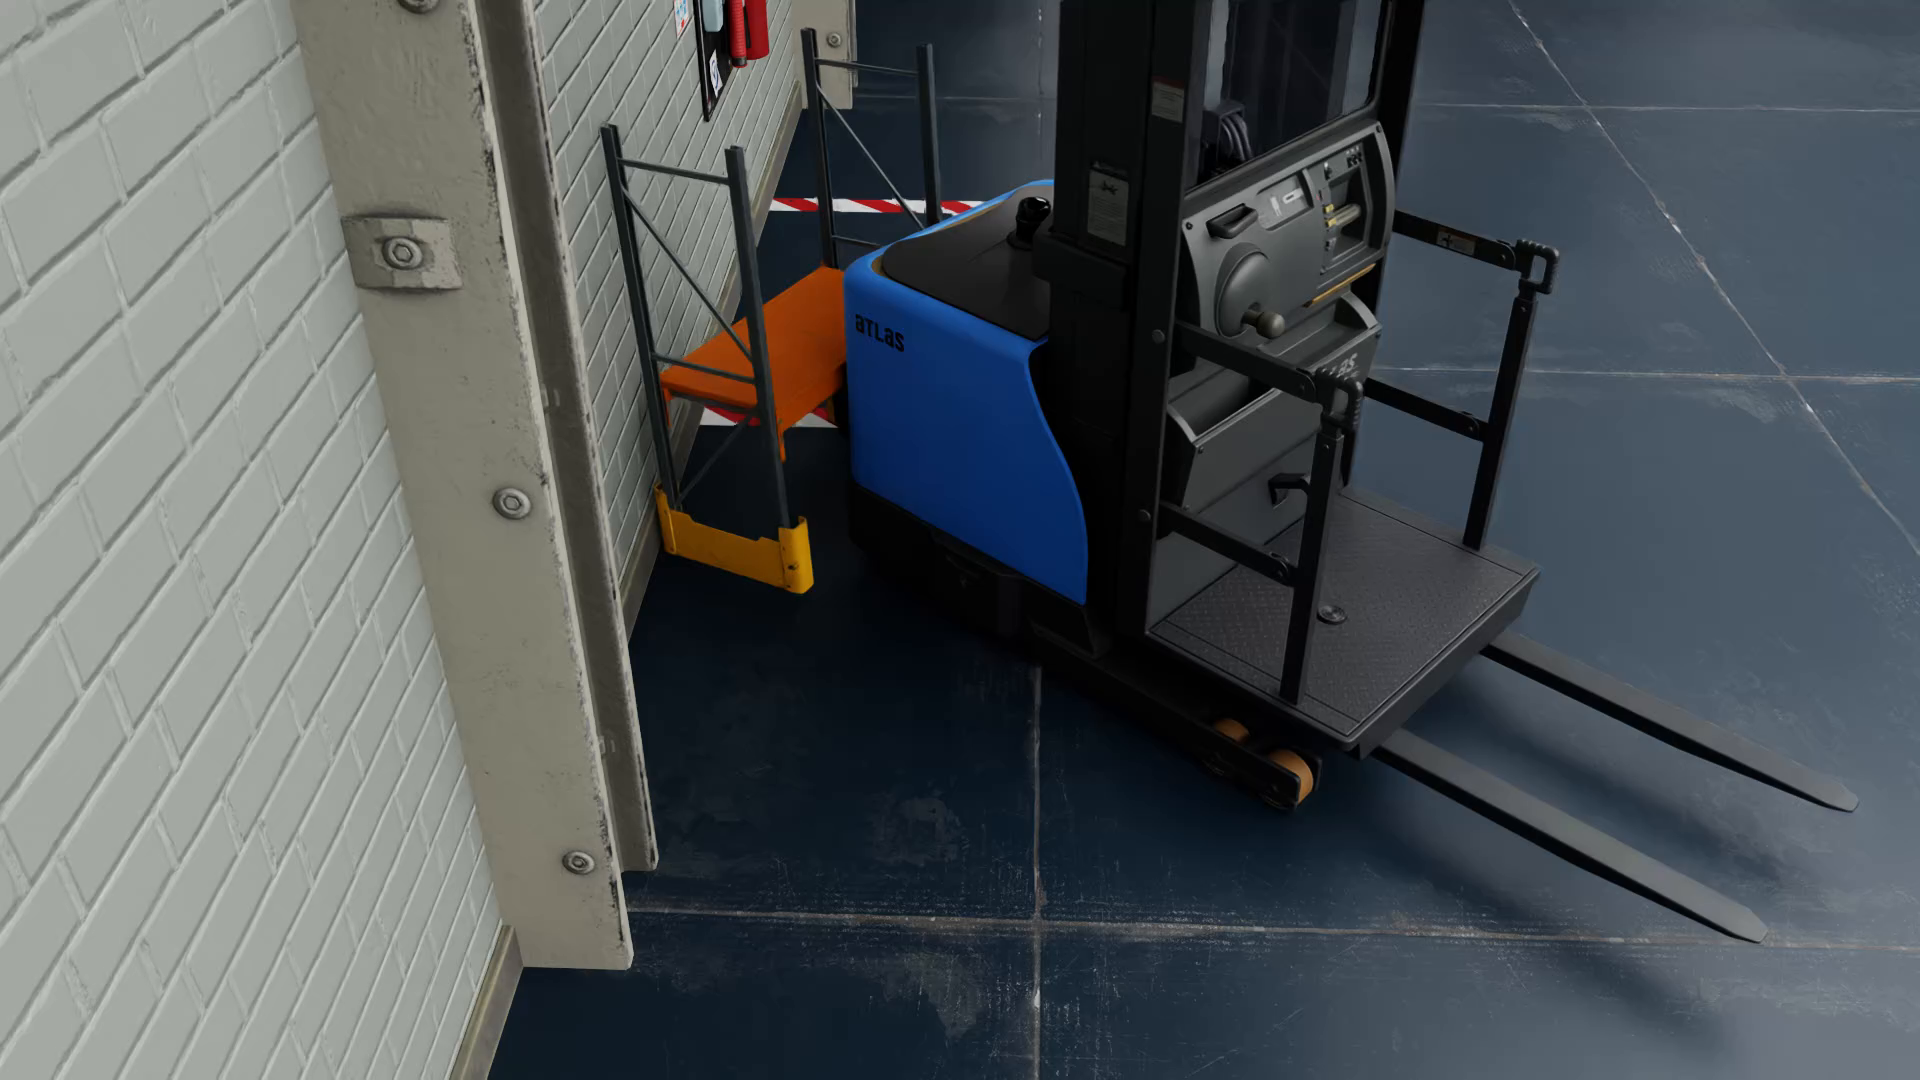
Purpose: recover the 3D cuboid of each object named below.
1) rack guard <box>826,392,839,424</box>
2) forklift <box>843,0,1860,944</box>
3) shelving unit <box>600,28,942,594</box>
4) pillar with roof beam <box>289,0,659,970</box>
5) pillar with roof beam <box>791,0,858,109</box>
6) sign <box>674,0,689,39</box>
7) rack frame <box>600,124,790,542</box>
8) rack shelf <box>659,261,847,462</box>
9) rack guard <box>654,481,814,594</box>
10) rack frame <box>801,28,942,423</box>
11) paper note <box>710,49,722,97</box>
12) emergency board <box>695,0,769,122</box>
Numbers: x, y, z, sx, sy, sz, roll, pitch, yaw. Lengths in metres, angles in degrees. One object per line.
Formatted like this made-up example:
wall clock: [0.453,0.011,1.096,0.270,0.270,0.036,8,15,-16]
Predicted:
rack guard: [-0.247,-0.509,6.228,0.587,0.250,0.087,16,38,27]
forklift: [1.043,-0.785,4.318,3.031,2.935,1.130,28,44,34]
shelving unit: [-0.530,-0.784,5.533,0.587,1.500,1.083,16,38,27]
pillar with roof beam: [3.320,-2.614,1.643,9.100,9.000,0.400,1,35,2]
pillar with roof beam: [3.561,-6.061,6.548,9.100,9.000,0.400,1,35,2]
sign: [-1.003,-1.986,5.936,0.001,0.329,0.234,1,35,2]
rack frame: [-0.794,-0.528,5.168,0.500,1.500,0.032,16,38,27]
rack shelf: [-0.526,-0.629,5.626,0.538,0.185,1.000,16,38,27]
rack guard: [-0.753,-0.016,5.526,0.587,0.250,0.087,16,38,27]
rack frame: [-0.276,-1.031,5.885,0.500,1.500,0.032,16,38,27]
paper note: [-0.954,-1.826,6.506,0.016,0.148,0.142,1,35,2]
emergency board: [-0.878,-2.287,6.395,0.194,1.169,0.643,1,35,2]
